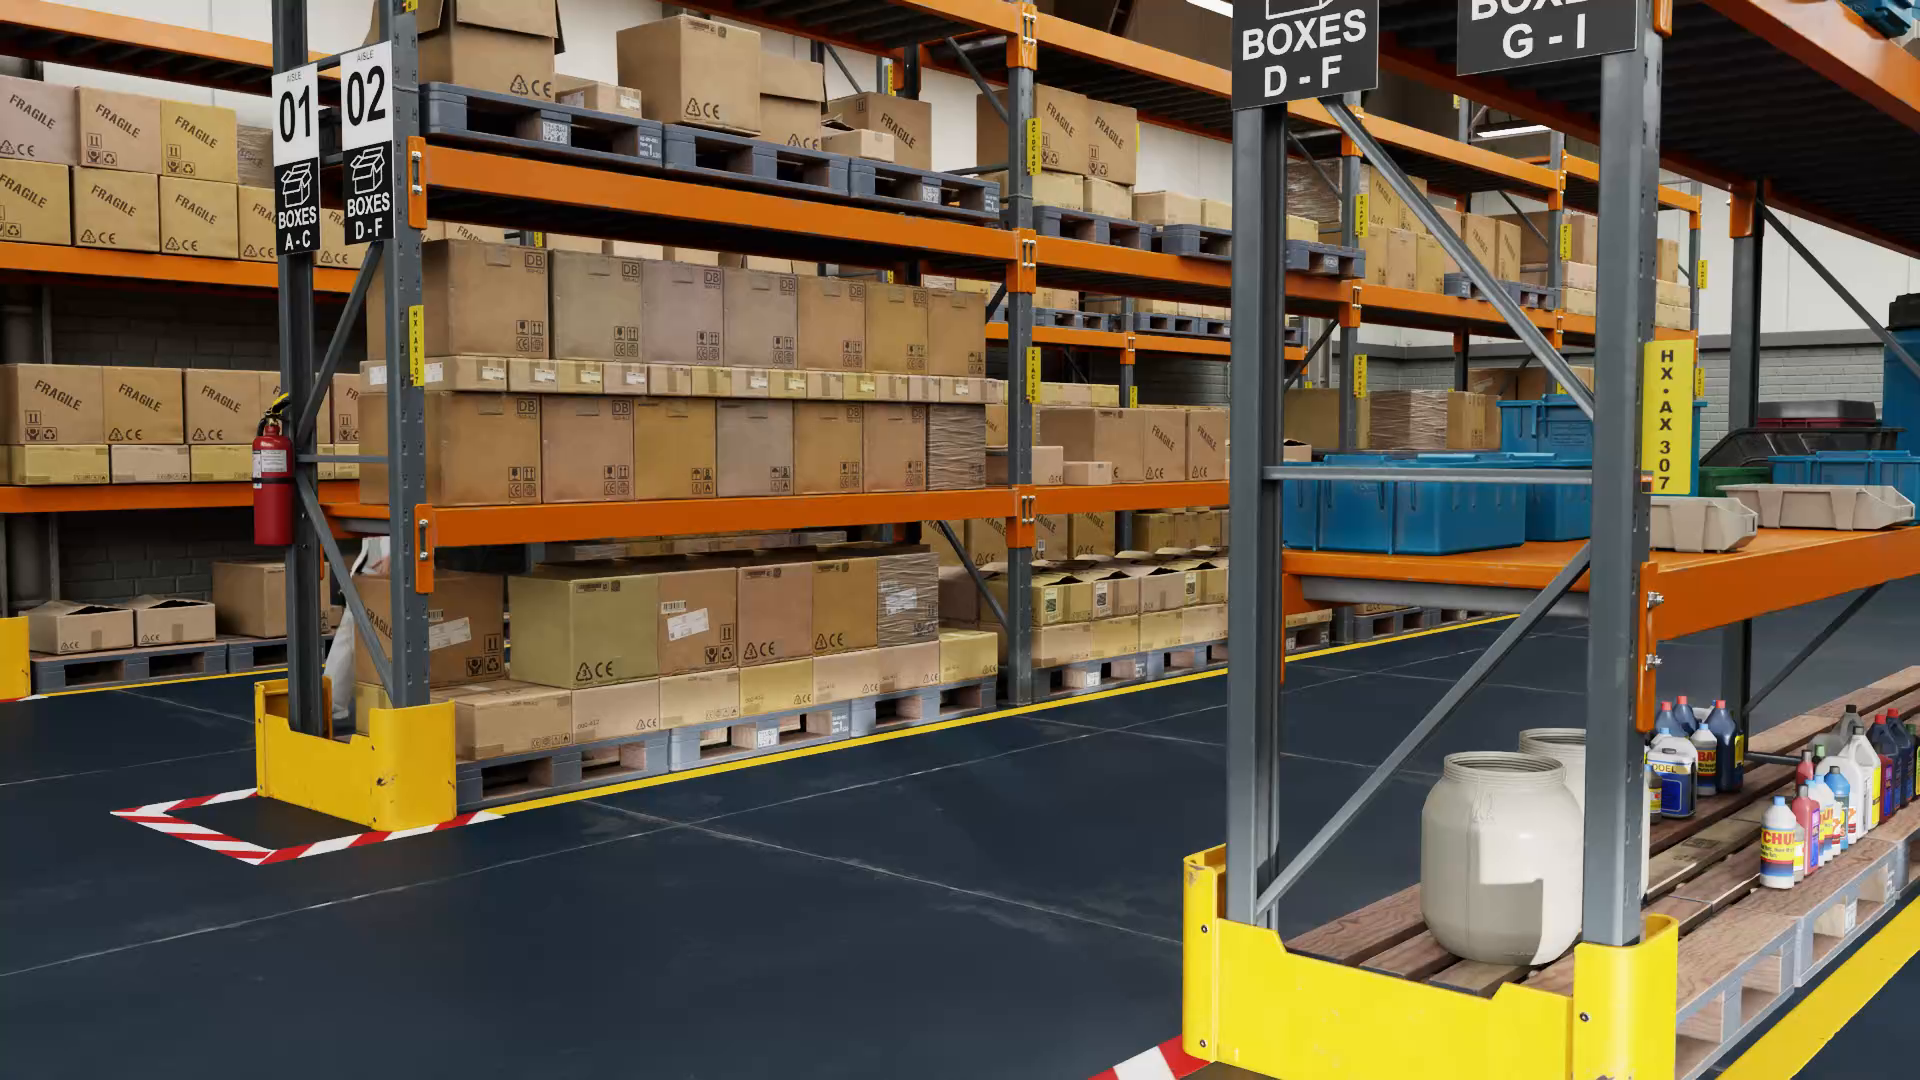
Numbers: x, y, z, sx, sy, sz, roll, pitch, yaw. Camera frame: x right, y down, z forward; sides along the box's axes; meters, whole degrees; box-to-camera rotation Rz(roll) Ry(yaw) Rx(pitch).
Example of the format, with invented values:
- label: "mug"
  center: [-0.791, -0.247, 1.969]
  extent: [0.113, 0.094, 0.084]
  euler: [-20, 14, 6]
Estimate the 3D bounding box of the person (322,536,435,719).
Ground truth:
- label: "person"
  center: [-3.201, 0.157, 9.209]
  extent: [0.575, 1.680, 1.066]
  euler: [2, 4, 31]
